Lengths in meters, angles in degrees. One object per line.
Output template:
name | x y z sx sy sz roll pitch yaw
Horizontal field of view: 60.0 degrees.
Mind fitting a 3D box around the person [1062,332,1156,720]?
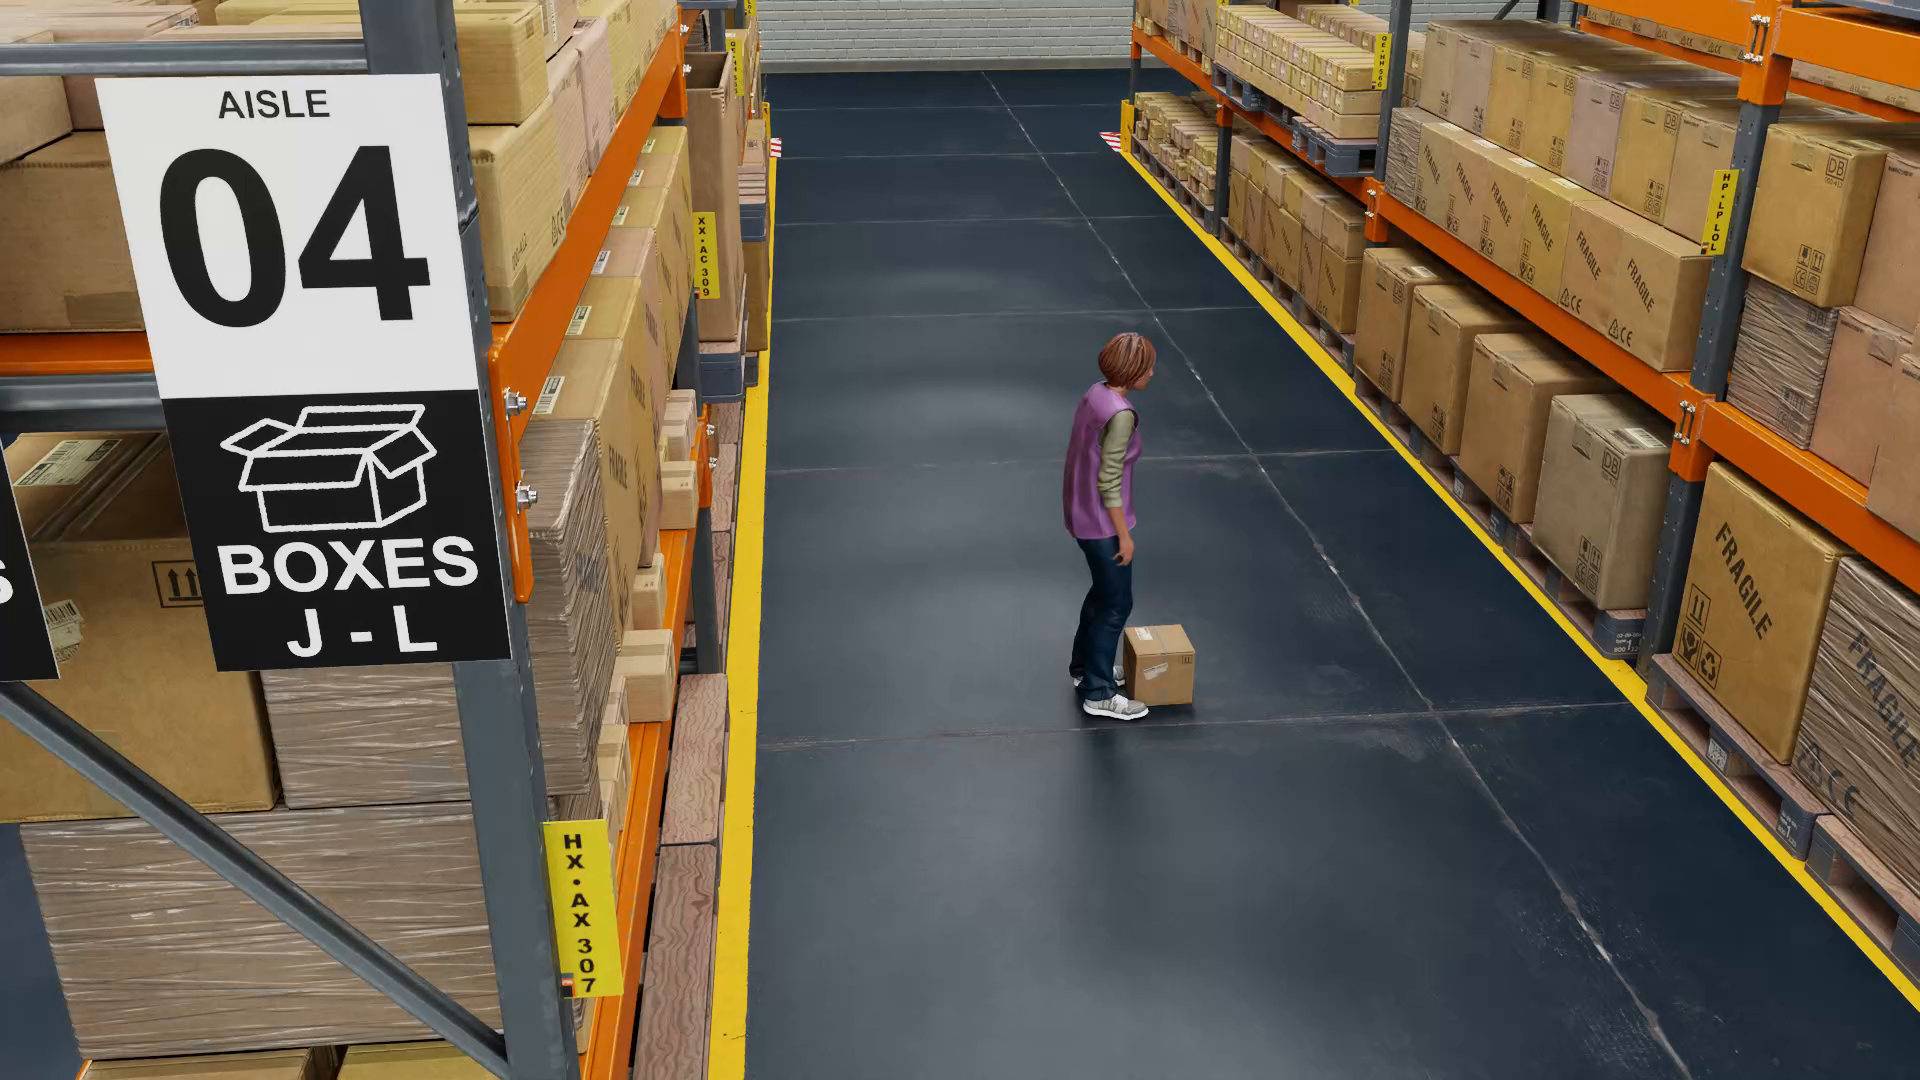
person | 0.596 -0.064 6.759 0.344 1.593 0.462 -3 24 -7
